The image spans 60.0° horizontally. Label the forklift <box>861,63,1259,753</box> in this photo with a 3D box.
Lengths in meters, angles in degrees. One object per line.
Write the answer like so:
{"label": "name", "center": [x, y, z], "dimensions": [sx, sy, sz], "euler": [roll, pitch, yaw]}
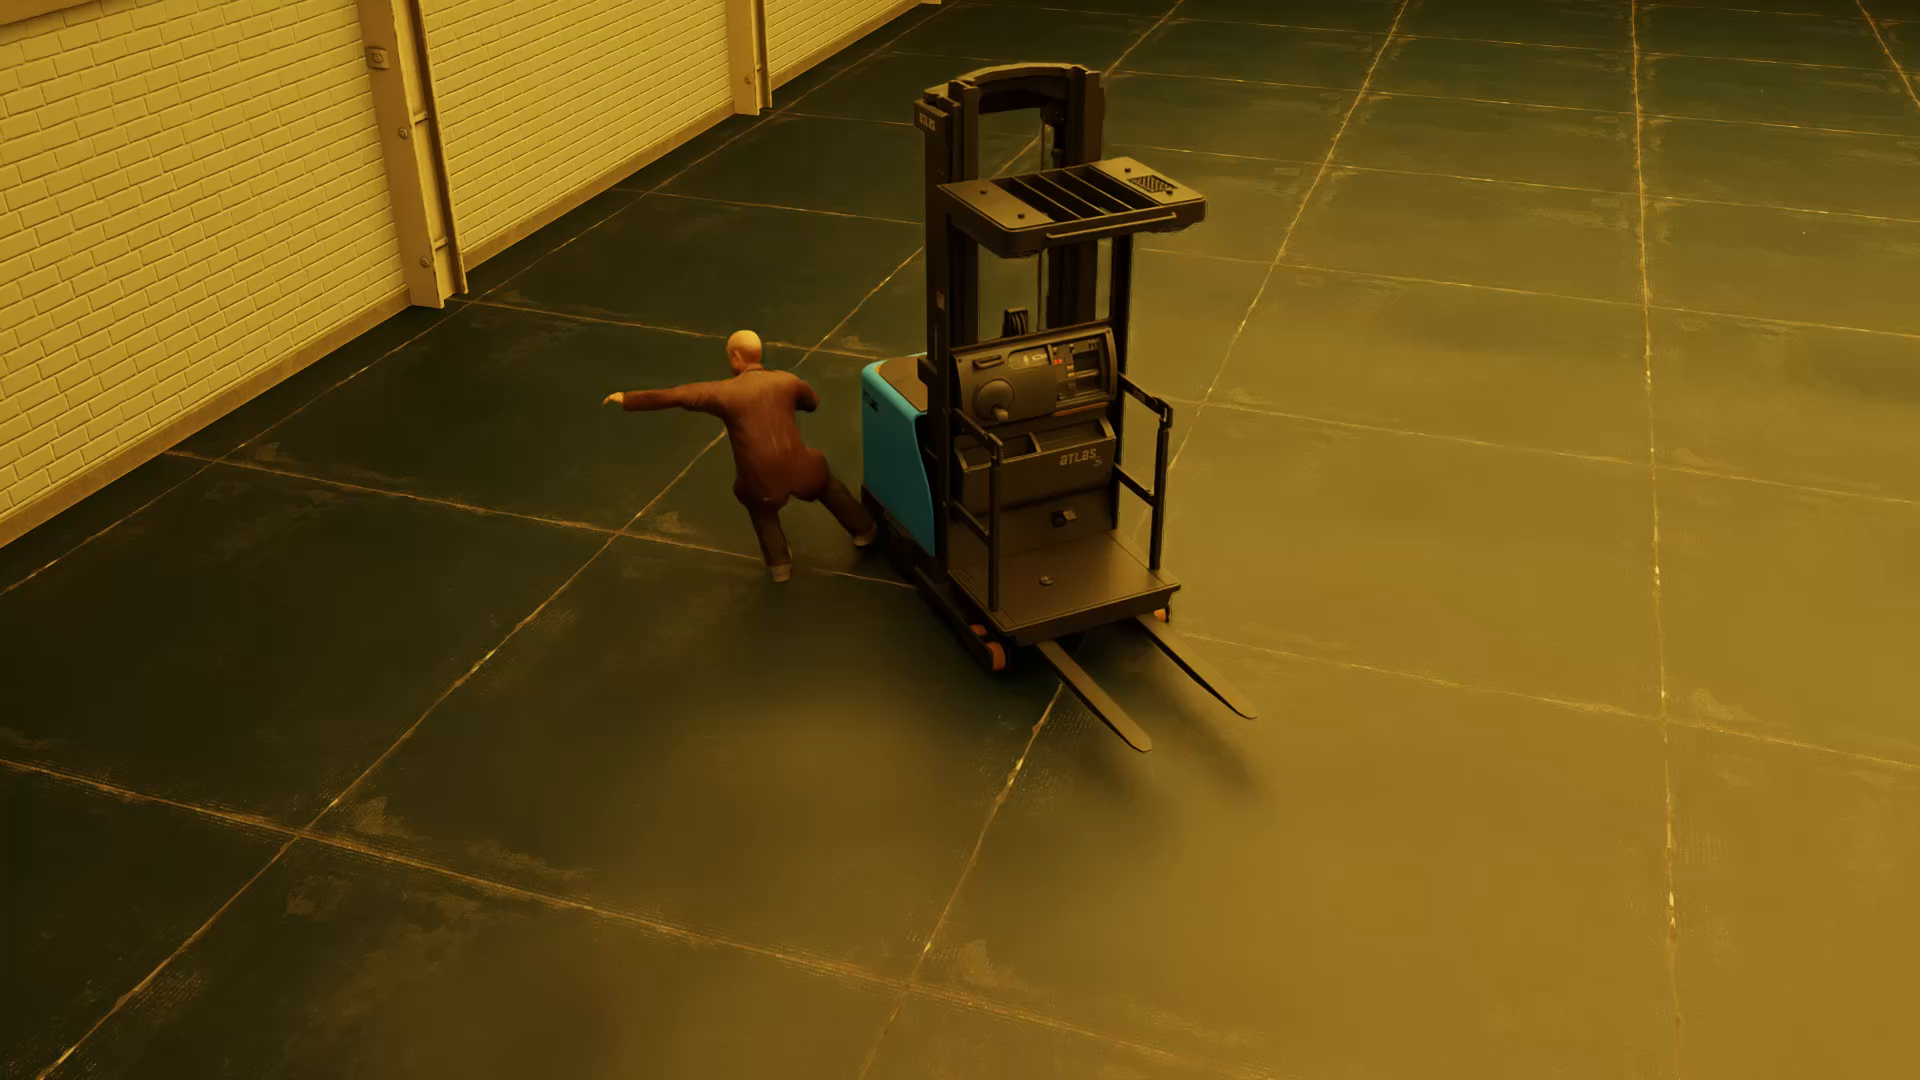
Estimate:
{"label": "forklift", "center": [0.502, -0.820, 8.575], "dimensions": [1.130, 2.935, 3.031], "euler": [-14, 32, -22]}

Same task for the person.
{"label": "person", "center": [-1.124, -0.509, 9.483], "dimensions": [1.617, 1.498, 0.804], "euler": [-15, 33, -24]}
